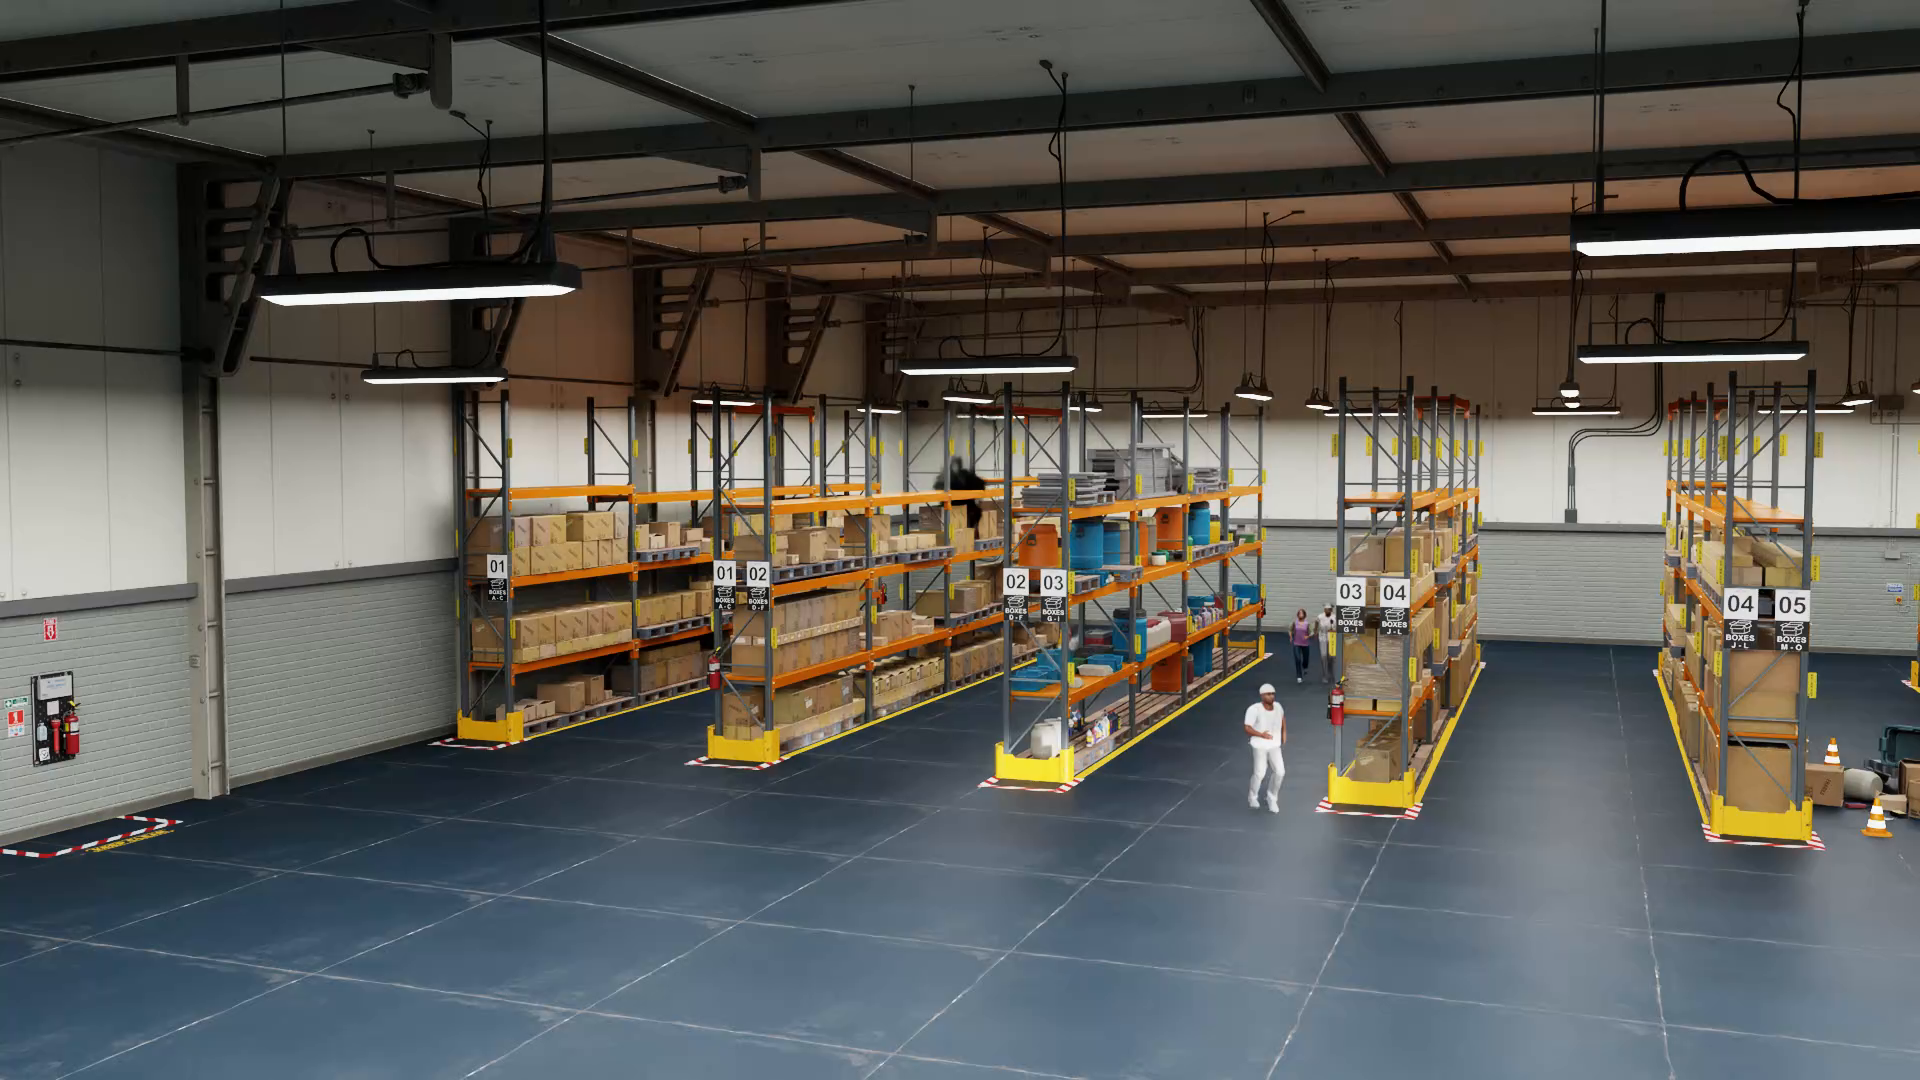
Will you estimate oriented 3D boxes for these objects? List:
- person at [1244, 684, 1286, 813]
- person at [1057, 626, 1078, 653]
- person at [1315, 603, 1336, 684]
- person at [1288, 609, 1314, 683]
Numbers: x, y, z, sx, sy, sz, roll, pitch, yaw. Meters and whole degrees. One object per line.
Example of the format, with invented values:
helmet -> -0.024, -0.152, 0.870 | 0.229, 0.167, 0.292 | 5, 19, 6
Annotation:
person -> 4.243, 2.872, 22.909 | 0.725, 1.799, 0.718 | -1, 3, -17
person -> 2.124, 2.450, 32.401 | 0.545, 1.558, 0.531 | 1, 3, 21
person -> 7.931, 2.196, 35.823 | 0.600, 1.734, 0.890 | 1, 3, 21
person -> 7.302, 2.255, 35.644 | 0.547, 1.562, 0.755 | 1, 3, 14
